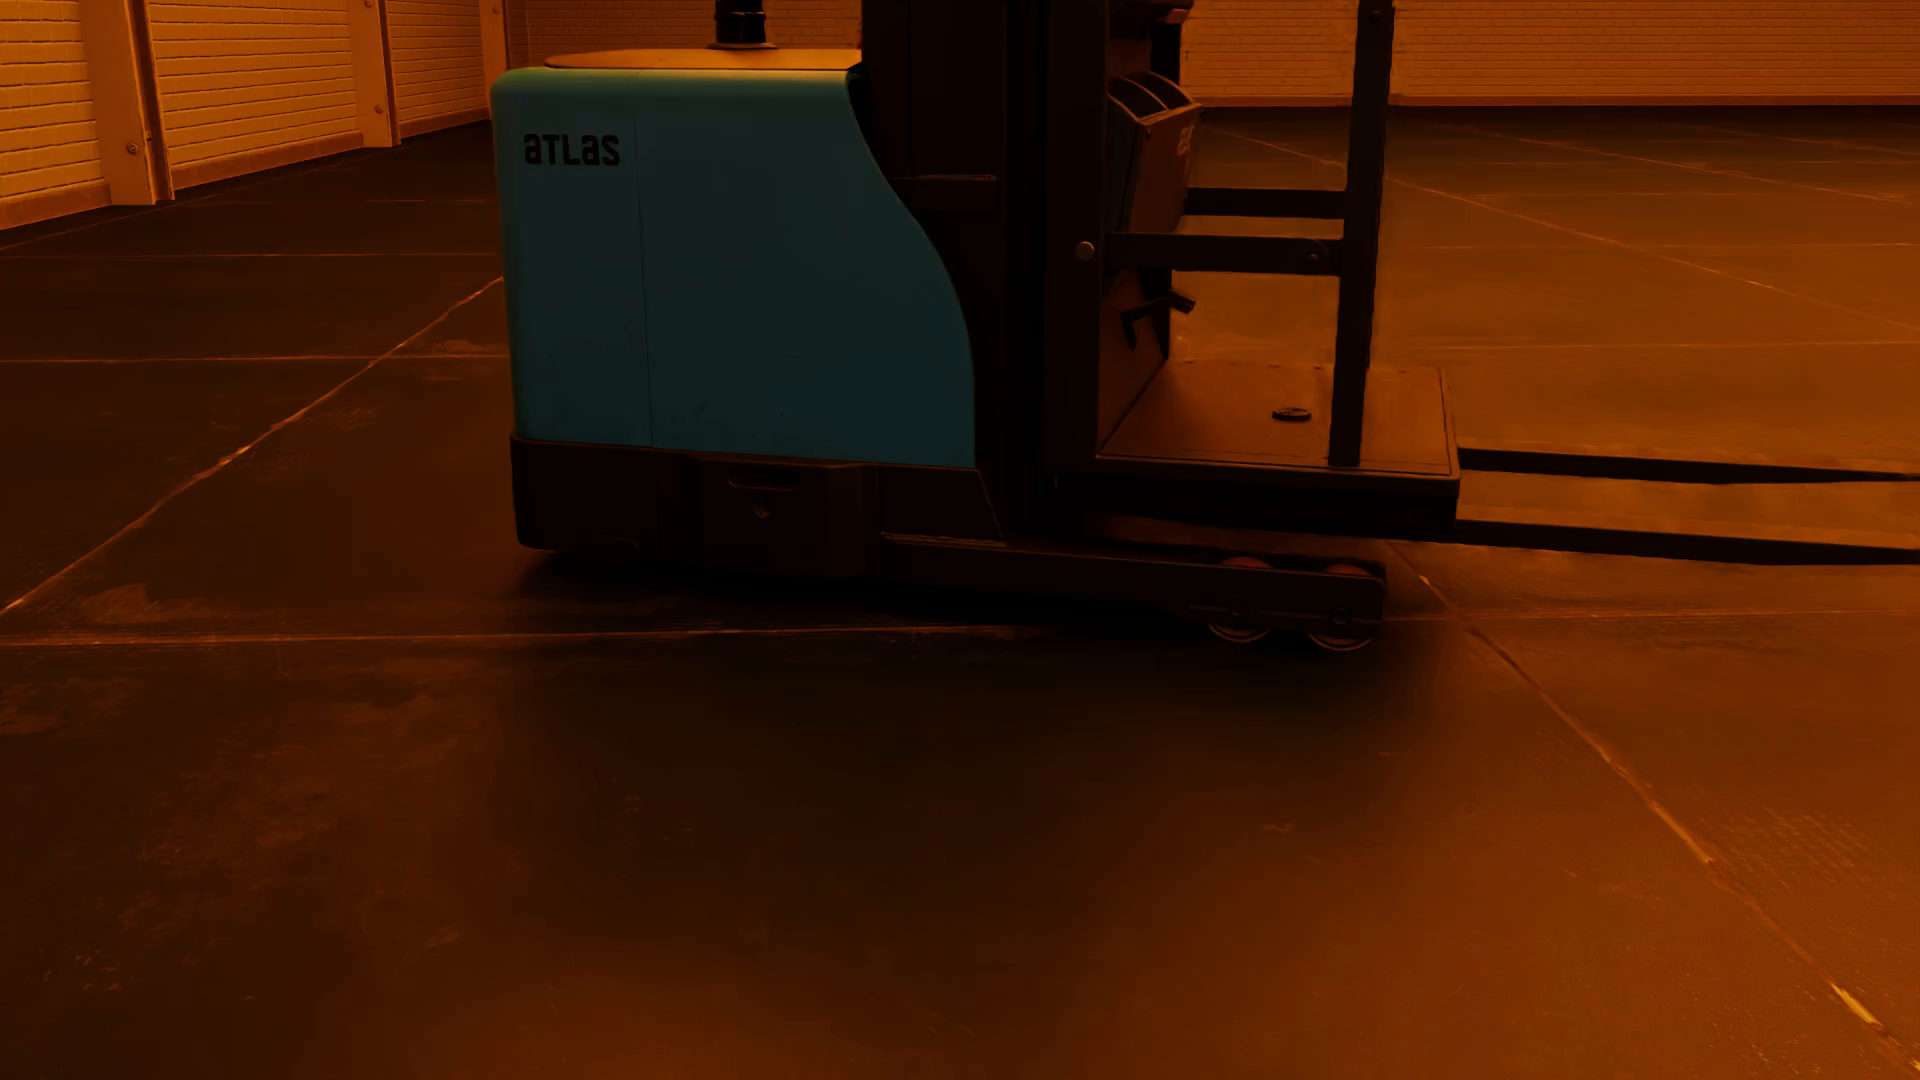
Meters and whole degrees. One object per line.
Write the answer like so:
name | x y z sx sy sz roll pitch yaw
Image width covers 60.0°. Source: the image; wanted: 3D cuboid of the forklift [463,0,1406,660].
forklift | -0.401 -1.550 3.975 1.130 2.935 3.031 -13 21 -35
